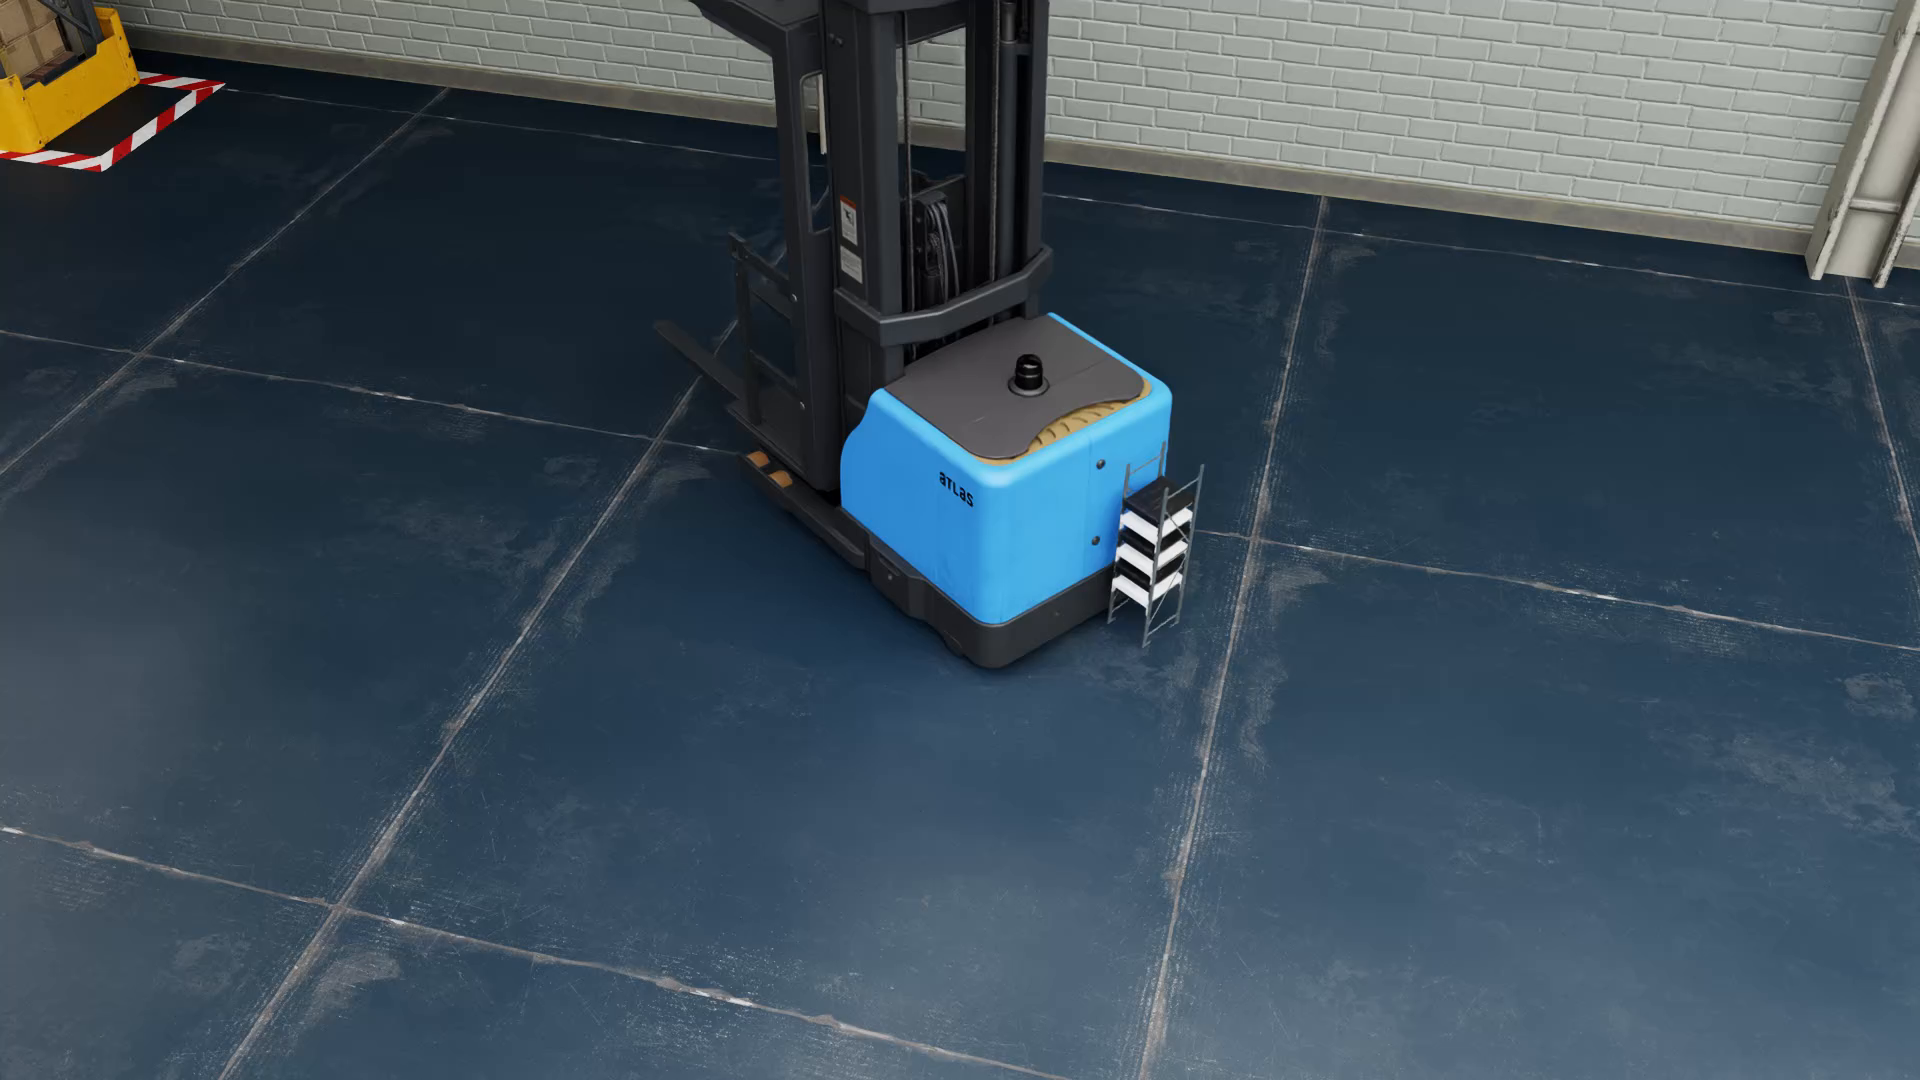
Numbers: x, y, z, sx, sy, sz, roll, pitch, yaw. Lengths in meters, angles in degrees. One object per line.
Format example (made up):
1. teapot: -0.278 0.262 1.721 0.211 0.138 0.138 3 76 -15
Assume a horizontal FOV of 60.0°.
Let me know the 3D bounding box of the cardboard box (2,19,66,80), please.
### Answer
1. cardboard box: -6.455 -3.344 11.235 0.500 0.250 0.500 10 41 12

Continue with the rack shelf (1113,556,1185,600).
1. rack shelf: 0.816 0.122 7.114 0.258 0.077 0.200 -32 52 -32

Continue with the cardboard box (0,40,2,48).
1. cardboard box: -6.582 -3.219 10.698 0.500 0.250 0.500 9 41 11

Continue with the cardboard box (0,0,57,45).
1. cardboard box: -6.431 -3.540 11.079 0.500 0.250 0.500 10 41 12

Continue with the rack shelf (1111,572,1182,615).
1. rack shelf: 0.814 0.189 7.174 0.258 0.077 0.200 -32 52 -32

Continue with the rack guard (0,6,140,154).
1. rack guard: -6.008 -3.072 11.043 0.348 0.500 1.175 10 41 11

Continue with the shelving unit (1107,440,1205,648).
1. shelving unit: 0.820 0.030 7.032 0.258 0.900 0.210 -32 52 -32

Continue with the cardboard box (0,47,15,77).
1. cardboard box: -6.566 -3.023 10.853 0.500 0.250 0.500 10 41 12

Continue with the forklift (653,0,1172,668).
1. forklift: -0.417 -1.469 7.245 1.130 2.935 3.031 -27 47 -29

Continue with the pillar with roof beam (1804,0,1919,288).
1. pillar with roof beam: 4.009 -2.337 3.560 0.400 9.000 9.100 10 41 11

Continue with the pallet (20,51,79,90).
1. pallet: -6.780 -3.066 11.261 1.213 0.211 1.003 10 41 11

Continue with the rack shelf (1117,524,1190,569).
1. rack shelf: 0.821 -0.012 6.995 0.258 0.077 0.200 -32 52 -32

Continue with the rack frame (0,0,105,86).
1. rack frame: -6.031 -4.033 10.244 0.127 3.000 1.000 10 41 11

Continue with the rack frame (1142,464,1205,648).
1. rack frame: 0.890 0.081 6.979 0.240 0.900 0.006 -32 52 -32

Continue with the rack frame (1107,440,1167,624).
1. rack frame: 0.749 -0.020 7.086 0.240 0.900 0.006 -32 52 -32

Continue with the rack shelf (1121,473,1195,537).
1. rack shelf: 0.826 -0.146 6.875 0.258 0.077 0.200 -32 52 -32

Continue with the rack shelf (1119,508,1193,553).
1. rack shelf: 0.824 -0.079 6.935 0.258 0.077 0.200 -32 52 -32

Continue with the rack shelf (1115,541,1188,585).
1. rack shelf: 0.819 0.055 7.055 0.258 0.077 0.200 -32 52 -32

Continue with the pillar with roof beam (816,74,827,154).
1. pillar with roof beam: -1.787 -3.334 4.747 0.400 9.000 9.100 10 41 11

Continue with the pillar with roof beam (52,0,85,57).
1. pillar with roof beam: -7.583 -4.331 5.935 0.400 9.000 9.100 10 41 11
